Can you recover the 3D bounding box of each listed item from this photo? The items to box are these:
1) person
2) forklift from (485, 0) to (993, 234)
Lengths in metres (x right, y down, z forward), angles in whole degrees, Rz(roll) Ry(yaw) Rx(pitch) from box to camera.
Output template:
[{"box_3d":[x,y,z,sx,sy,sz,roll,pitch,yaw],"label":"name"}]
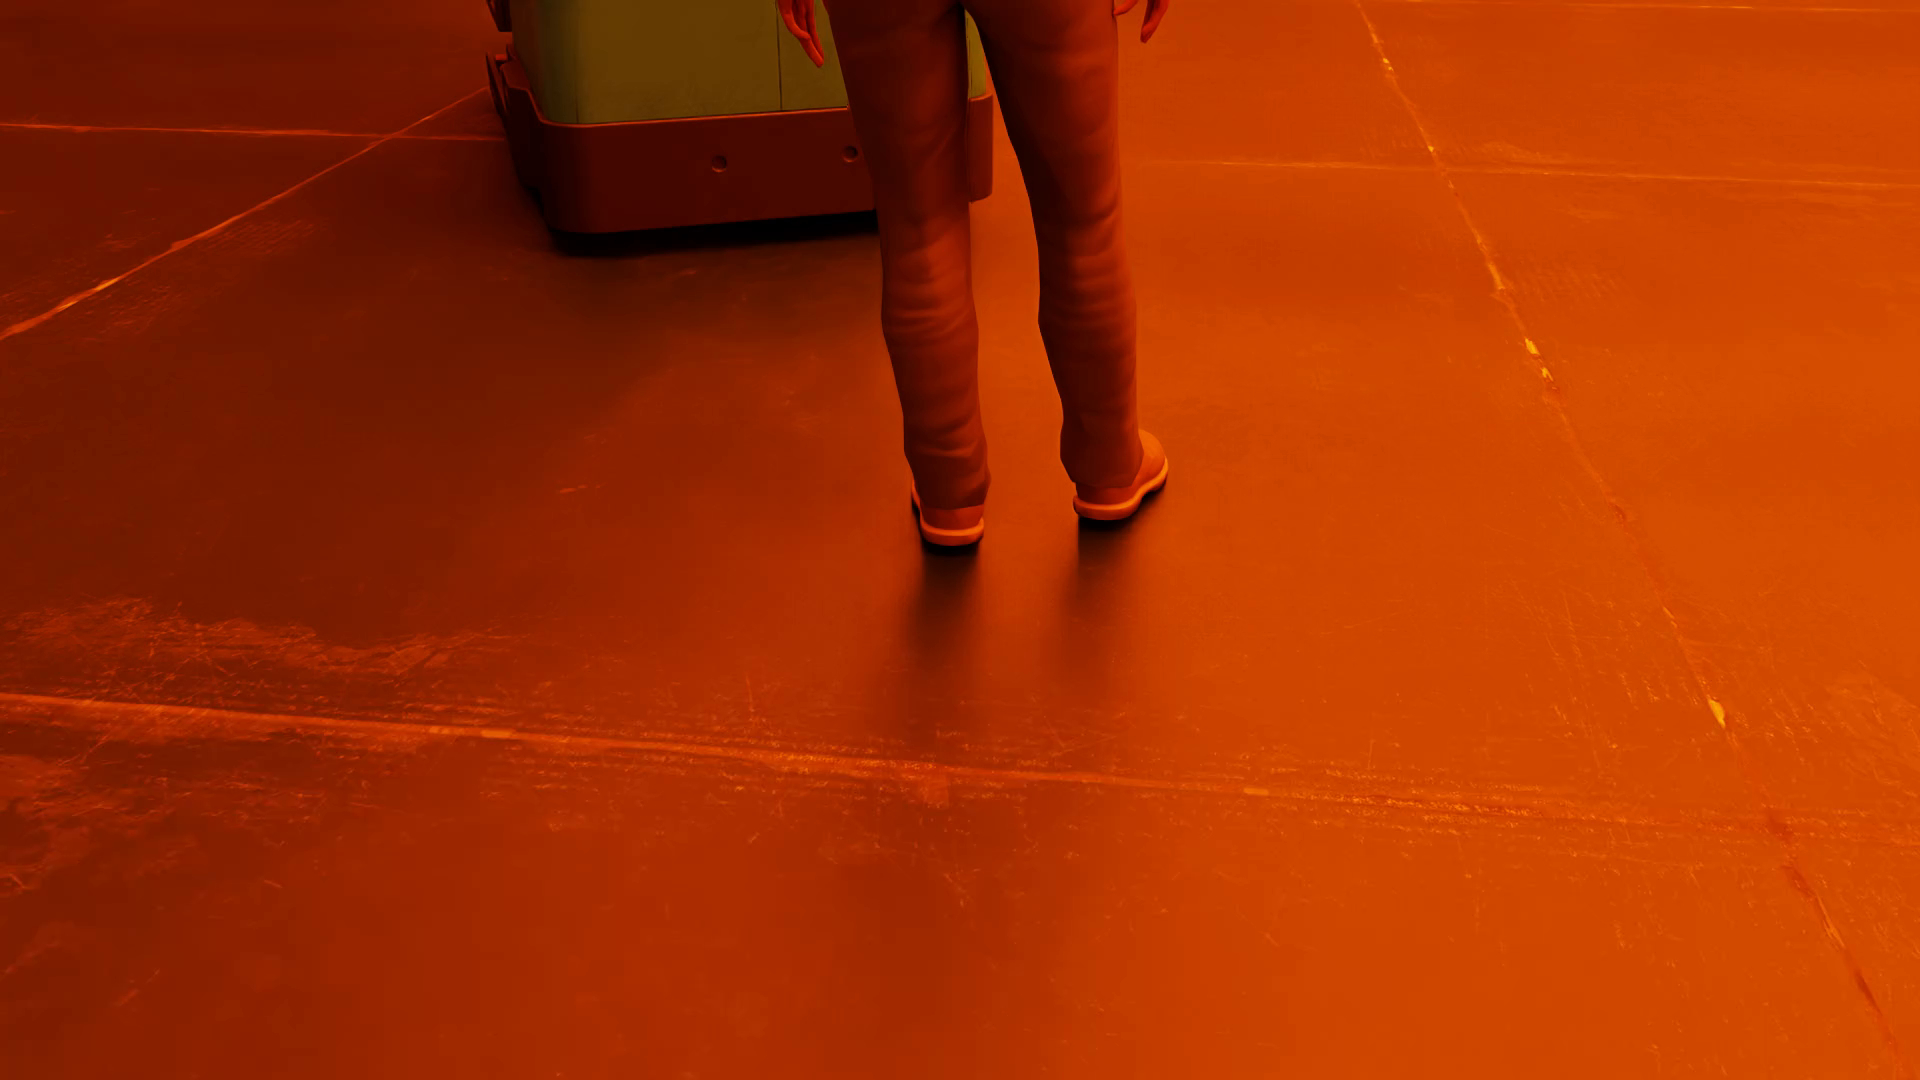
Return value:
[{"box_3d":[0.031,-0.779,2.206,0.570,1.642,0.504,3,27,7],"label":"person"},{"box_3d":[-0.852,-2.631,4.491,1.130,2.935,3.031,-8,28,-16],"label":"forklift"}]
